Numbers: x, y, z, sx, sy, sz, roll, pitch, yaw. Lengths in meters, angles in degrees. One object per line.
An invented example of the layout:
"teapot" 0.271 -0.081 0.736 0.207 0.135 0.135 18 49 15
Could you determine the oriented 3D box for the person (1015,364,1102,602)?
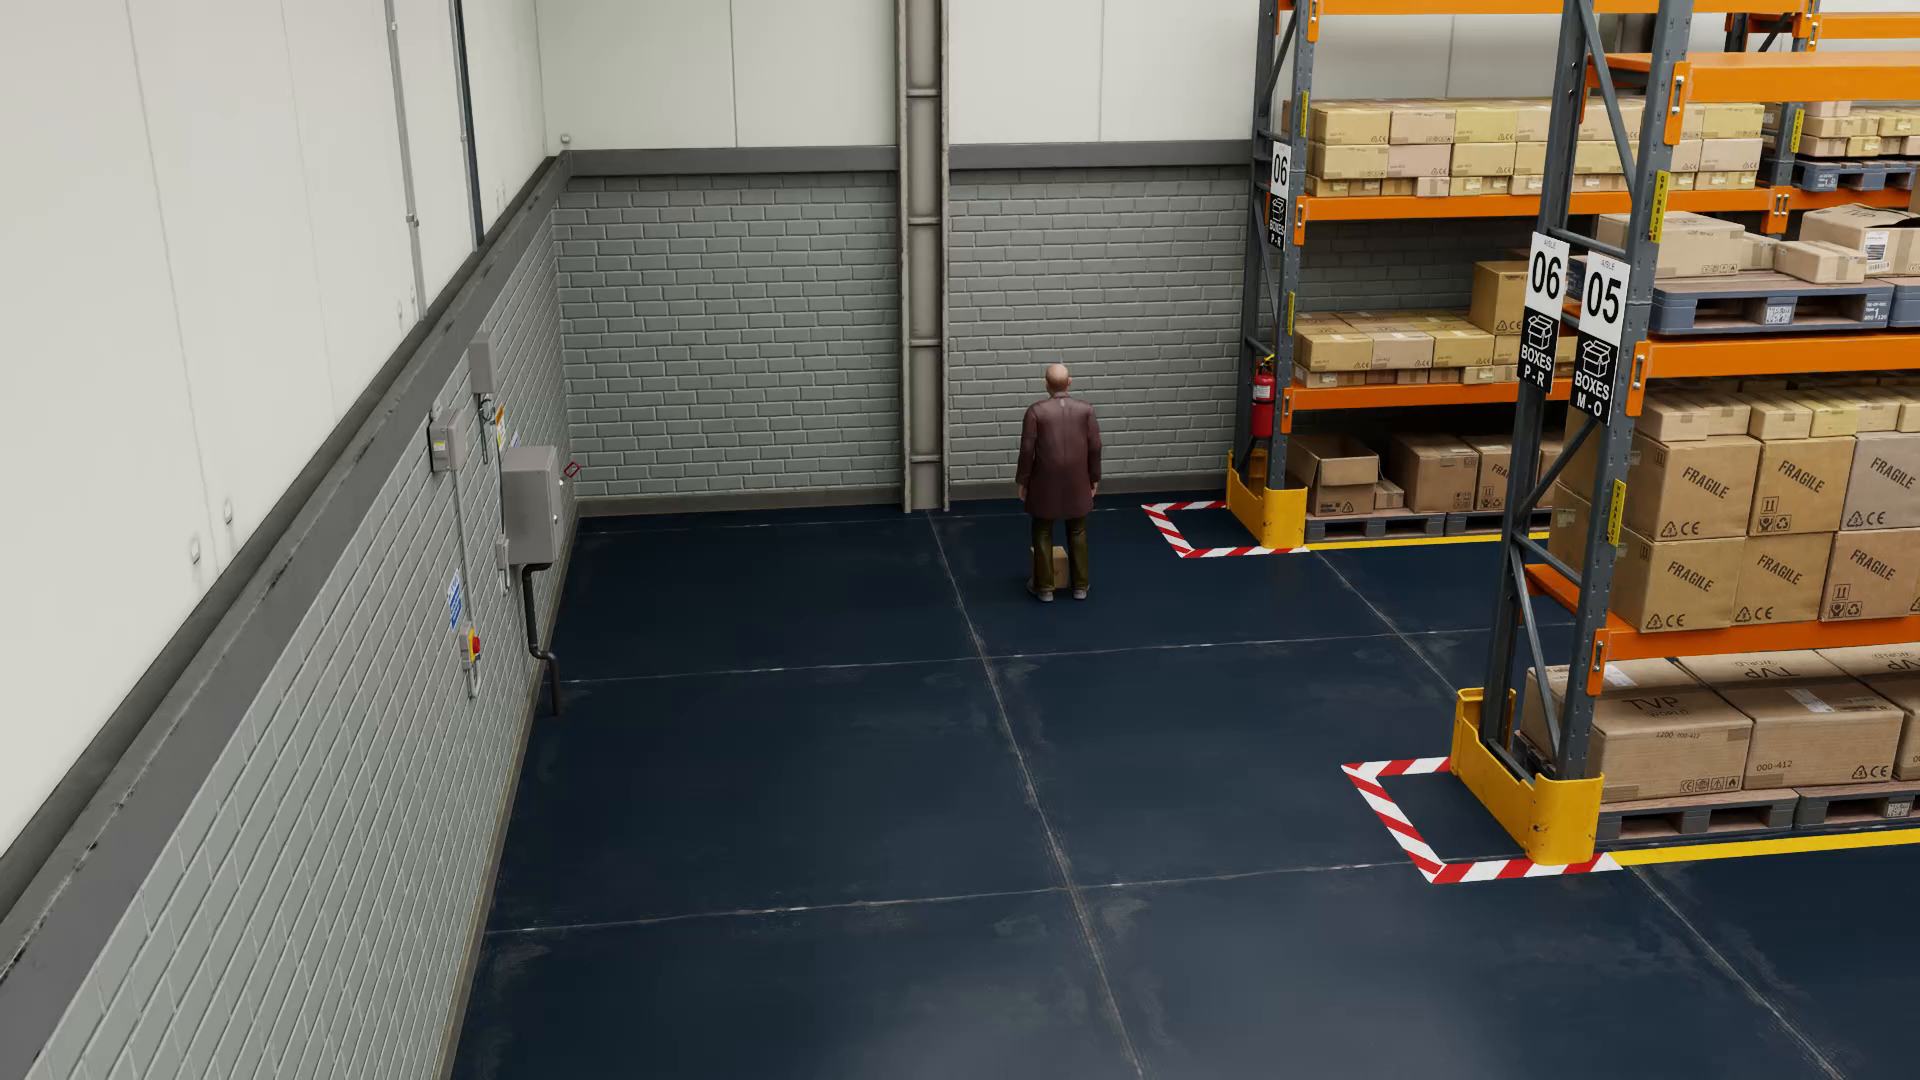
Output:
"person" 0.729 -0.424 12.278 0.645 1.774 0.425 -3 20 -7
